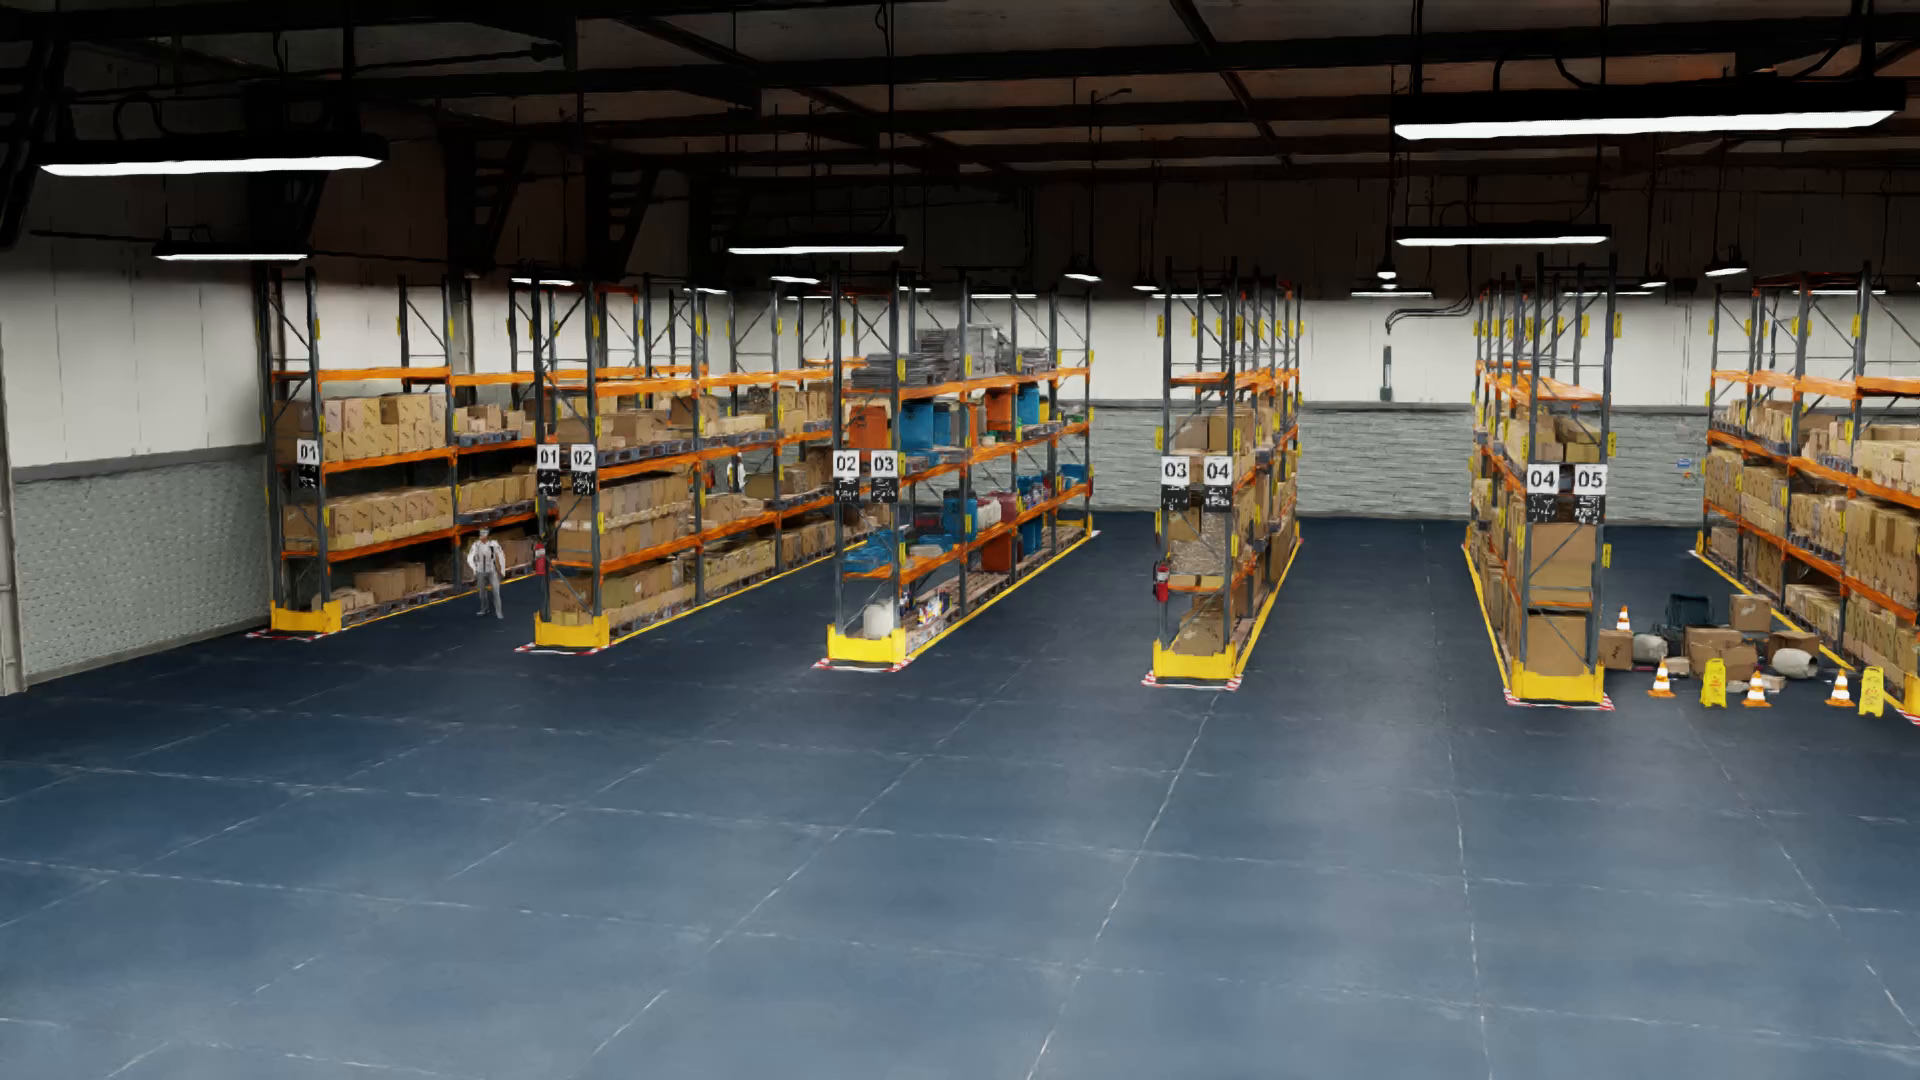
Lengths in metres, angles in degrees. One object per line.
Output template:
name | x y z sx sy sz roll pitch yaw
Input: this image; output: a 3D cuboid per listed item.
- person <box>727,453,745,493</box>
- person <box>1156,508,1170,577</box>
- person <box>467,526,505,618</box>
person | -5.966 -1.450 43.898 0.452 1.761 0.722 6 9 40
person | 4.216 -0.098 33.549 0.577 1.691 1.121 2 8 17
person | -8.194 0.543 28.864 0.644 1.615 0.783 0 7 -4
